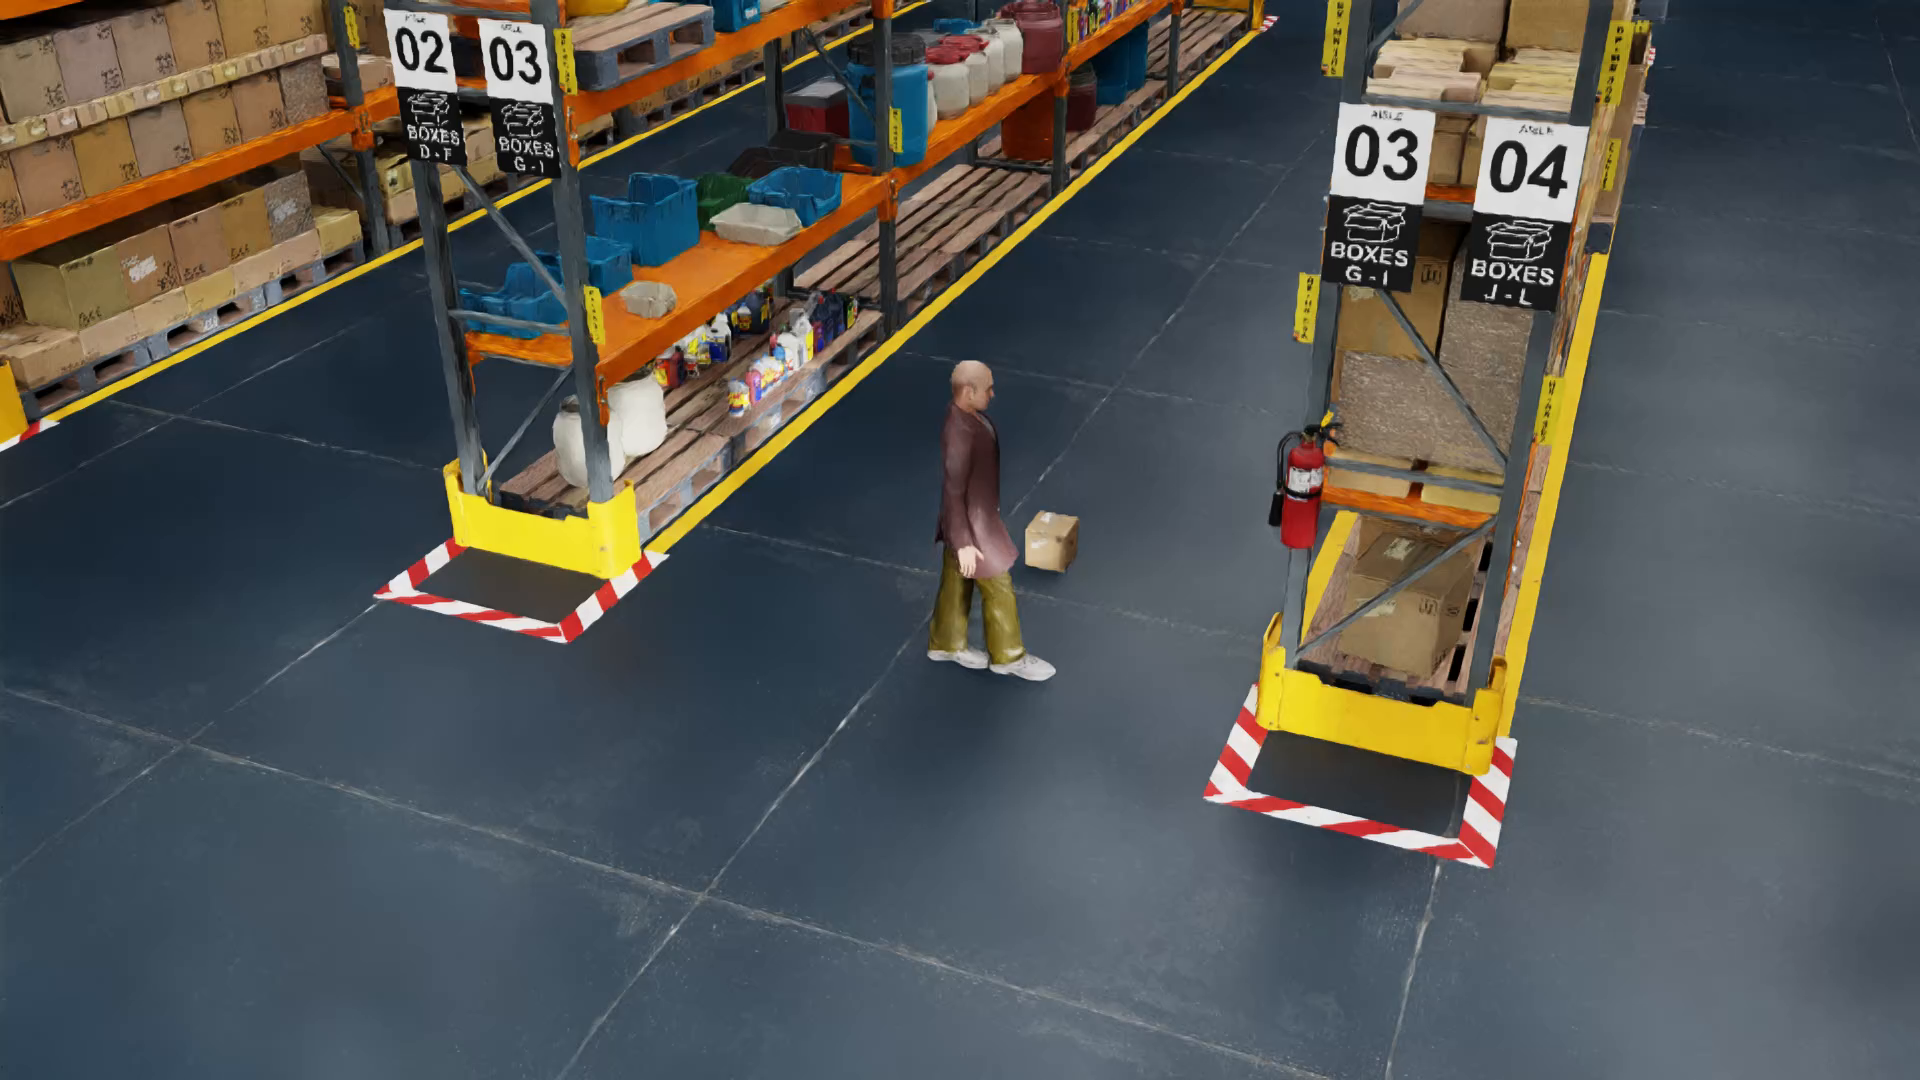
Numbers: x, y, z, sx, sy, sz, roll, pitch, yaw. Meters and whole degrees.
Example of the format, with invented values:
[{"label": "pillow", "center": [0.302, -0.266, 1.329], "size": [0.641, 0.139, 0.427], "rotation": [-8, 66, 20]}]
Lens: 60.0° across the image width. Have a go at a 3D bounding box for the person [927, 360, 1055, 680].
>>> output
[{"label": "person", "center": [0.157, -0.101, 8.580], "size": [0.656, 1.779, 0.690], "rotation": [-3, 29, -5]}]
